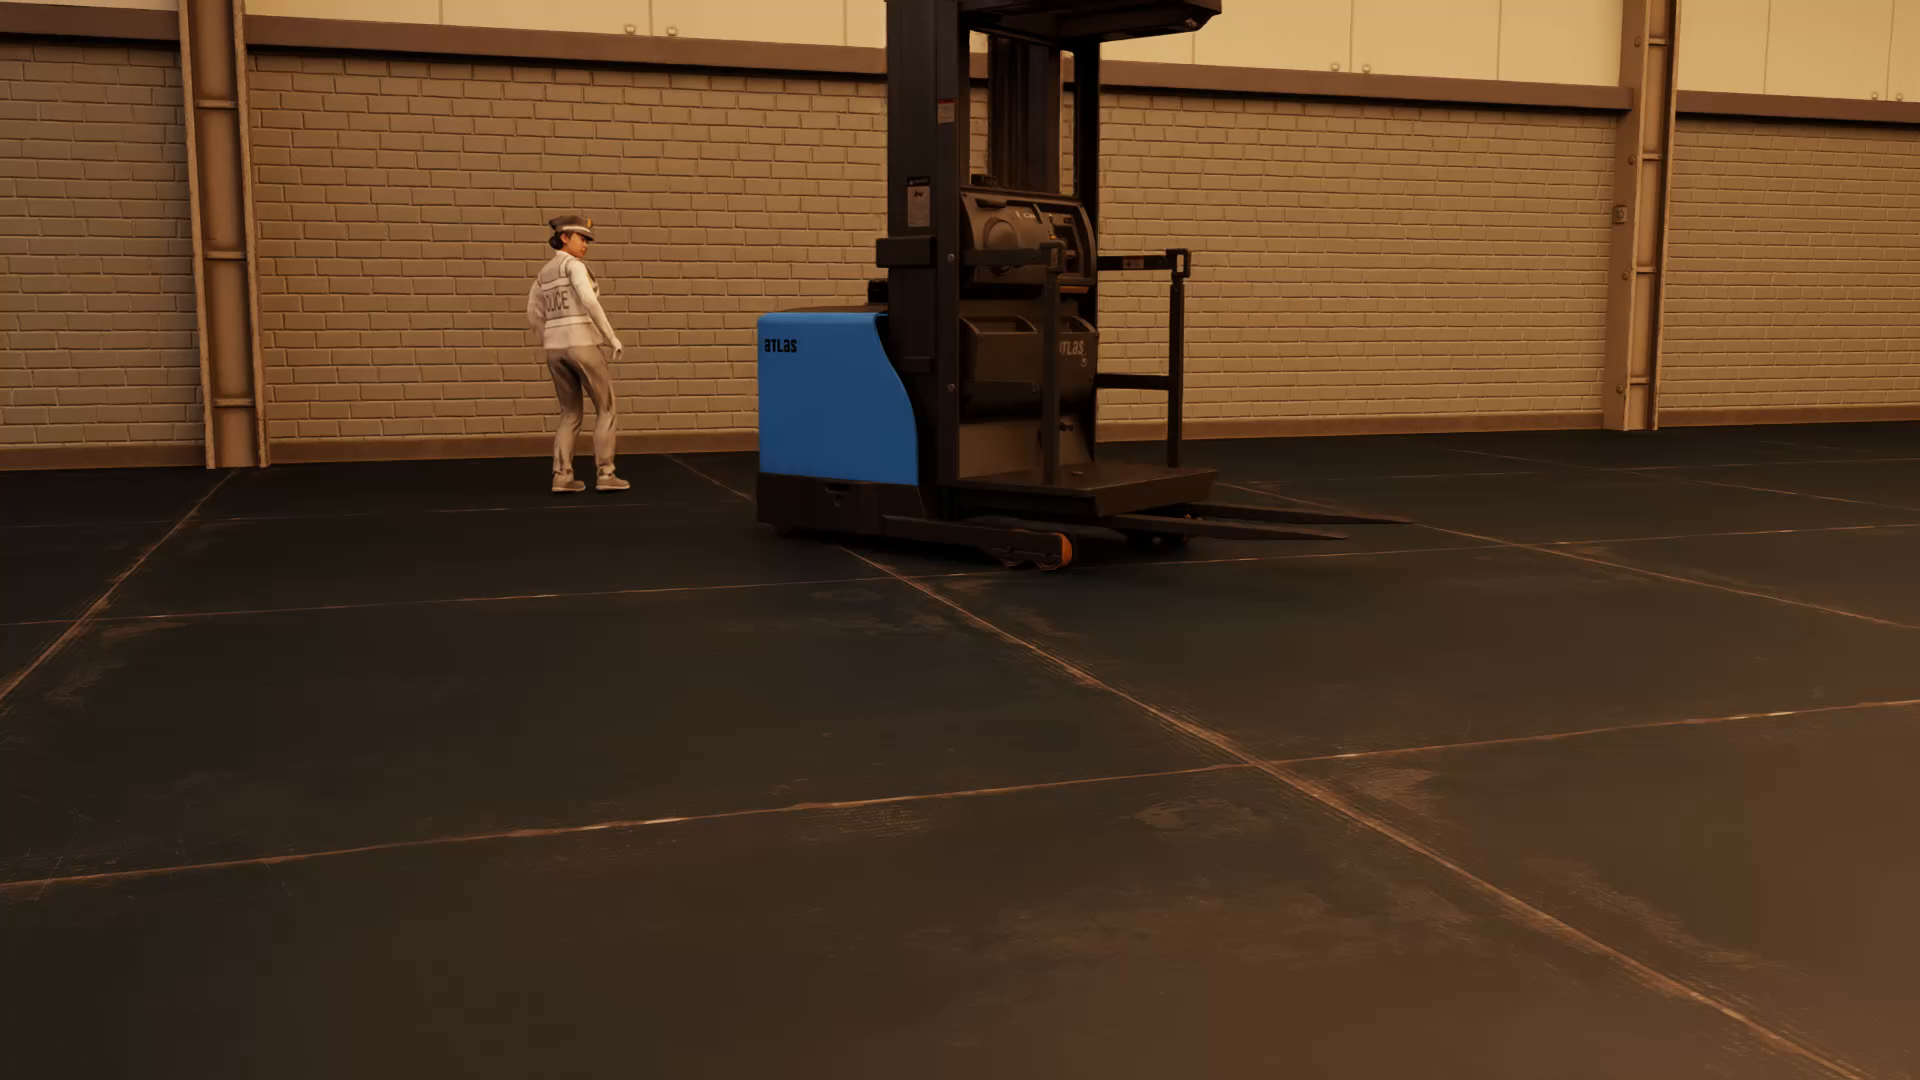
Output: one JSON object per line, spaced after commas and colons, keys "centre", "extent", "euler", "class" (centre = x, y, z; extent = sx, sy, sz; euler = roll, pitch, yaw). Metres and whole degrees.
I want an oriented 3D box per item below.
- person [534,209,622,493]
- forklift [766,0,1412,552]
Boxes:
{"centre": [-2.296, -1.126, 9.961], "extent": [0.497, 1.689, 0.339], "euler": [5, 9, 33], "class": "person"}
{"centre": [0.608, -1.467, 7.838], "extent": [3.031, 2.935, 1.130], "euler": [-1, 8, -9], "class": "forklift"}
